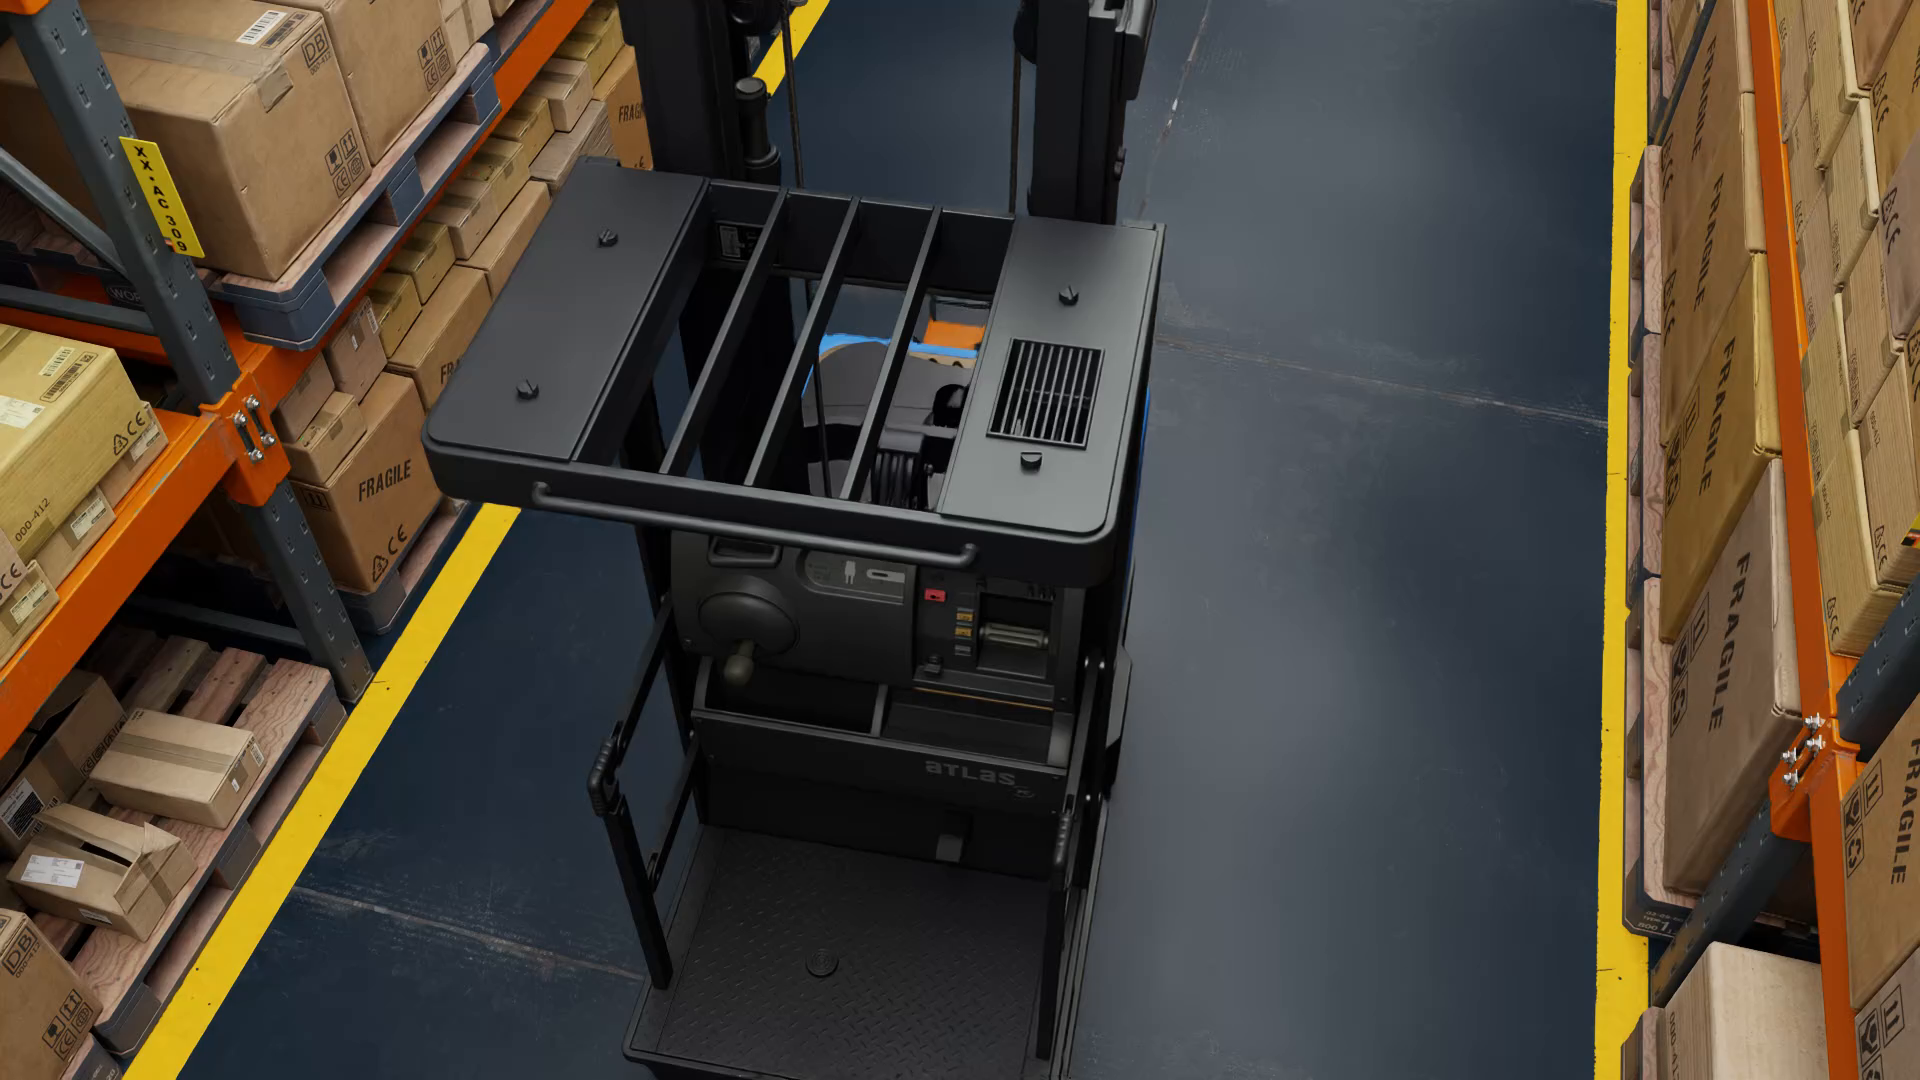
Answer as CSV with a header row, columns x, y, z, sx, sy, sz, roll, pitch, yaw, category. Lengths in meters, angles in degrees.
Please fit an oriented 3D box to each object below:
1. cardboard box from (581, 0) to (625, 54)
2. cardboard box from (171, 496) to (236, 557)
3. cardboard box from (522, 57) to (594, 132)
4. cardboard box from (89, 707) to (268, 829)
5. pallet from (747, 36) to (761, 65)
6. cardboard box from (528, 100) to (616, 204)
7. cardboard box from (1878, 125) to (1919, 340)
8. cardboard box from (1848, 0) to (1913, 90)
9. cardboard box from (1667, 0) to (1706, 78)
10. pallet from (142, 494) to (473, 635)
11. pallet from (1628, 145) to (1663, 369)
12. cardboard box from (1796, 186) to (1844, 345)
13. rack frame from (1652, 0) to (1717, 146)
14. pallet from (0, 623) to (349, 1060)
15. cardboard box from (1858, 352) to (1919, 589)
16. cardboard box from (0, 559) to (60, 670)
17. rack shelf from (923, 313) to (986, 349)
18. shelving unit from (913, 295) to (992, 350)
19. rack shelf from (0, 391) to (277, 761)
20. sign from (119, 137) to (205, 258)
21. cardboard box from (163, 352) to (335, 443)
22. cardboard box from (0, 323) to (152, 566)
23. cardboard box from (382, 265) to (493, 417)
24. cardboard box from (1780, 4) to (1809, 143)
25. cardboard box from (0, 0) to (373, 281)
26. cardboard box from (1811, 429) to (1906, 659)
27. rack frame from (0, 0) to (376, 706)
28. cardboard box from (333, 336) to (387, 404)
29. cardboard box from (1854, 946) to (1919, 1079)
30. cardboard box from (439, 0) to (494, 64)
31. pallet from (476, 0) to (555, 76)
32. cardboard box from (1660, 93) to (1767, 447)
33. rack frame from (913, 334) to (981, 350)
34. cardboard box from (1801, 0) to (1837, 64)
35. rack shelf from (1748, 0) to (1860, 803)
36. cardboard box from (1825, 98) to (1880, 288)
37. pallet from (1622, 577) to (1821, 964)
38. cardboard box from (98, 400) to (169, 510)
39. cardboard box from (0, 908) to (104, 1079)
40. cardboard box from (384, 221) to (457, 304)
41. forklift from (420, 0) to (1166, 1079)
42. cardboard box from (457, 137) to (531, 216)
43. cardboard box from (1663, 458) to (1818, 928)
x,y,z,sx,sy,sz,roll,pitch,yaw,category
-1.484,-2.055,6.517,0.380,0.149,0.250,13,50,11,cardboard box
-2.540,-0.335,5.432,0.500,0.500,0.500,11,50,10,cardboard box
-1.593,-1.668,6.176,0.380,0.149,0.250,9,49,8,cardboard box
-2.247,0.656,4.792,0.380,0.149,0.250,10,49,9,cardboard box
-1.564,-2.048,7.416,1.003,0.211,1.213,12,50,10,pallet
-1.631,-1.348,6.326,0.500,0.500,0.500,10,49,9,cardboard box
2.410,-0.745,3.673,0.500,0.500,0.500,12,50,11,cardboard box
2.684,-1.485,4.327,0.500,0.500,0.500,12,50,11,cardboard box
3.617,-2.202,7.165,0.950,0.372,0.625,9,49,7,cardboard box
-2.207,-0.283,5.859,1.003,0.211,1.213,12,50,10,pallet
3.178,-1.048,6.534,1.003,0.211,1.213,12,50,10,pallet
2.567,-0.687,4.455,0.500,0.250,0.500,10,49,9,cardboard box
3.458,-2.526,5.979,1.000,3.000,0.127,12,50,10,rack frame
-2.566,0.810,4.895,1.003,0.211,1.213,12,50,10,pallet
2.287,-0.115,3.618,0.500,0.250,0.500,12,50,10,cardboard box
-2.317,0.139,3.794,0.380,0.149,0.250,13,50,11,cardboard box
-0.015,-0.513,5.138,0.215,0.259,0.240,8,49,7,rack shelf
-0.015,-0.332,5.343,0.215,1.050,0.252,8,49,7,shelving unit
-2.911,1.075,3.280,1.077,0.370,4.000,12,50,10,rack shelf
-1.859,-0.794,3.873,0.100,0.325,0.005,12,50,10,sign
-2.092,-0.453,4.906,0.380,0.149,0.250,11,49,9,cardboard box
-2.283,-0.242,3.864,0.500,0.250,0.500,13,50,11,cardboard box
-1.909,-0.614,5.678,0.500,0.500,0.500,11,49,10,cardboard box
2.825,-1.419,5.102,0.500,0.250,0.500,13,50,11,cardboard box
-2.041,-1.087,4.362,0.700,0.500,0.500,13,50,11,cardboard box
2.280,0.043,3.812,0.500,0.250,0.500,10,49,9,cardboard box
-2.384,-0.610,4.287,1.000,3.000,0.127,12,50,10,rack frame
-2.035,-0.559,5.197,0.380,0.149,0.250,10,49,9,cardboard box
1.893,0.985,2.813,0.500,0.500,0.500,12,50,10,cardboard box
-1.648,-1.633,5.000,0.396,0.266,0.258,14,50,12,cardboard box
-1.839,-2.032,5.671,1.003,0.211,1.213,12,50,10,pallet
2.958,-0.834,5.623,0.875,0.875,0.875,12,50,10,cardboard box
-0.037,-0.243,5.264,0.200,1.050,0.008,8,49,7,rack frame
2.806,-1.592,4.921,0.500,0.250,0.500,11,50,10,cardboard box
2.932,-0.841,4.972,1.077,0.370,4.000,12,50,10,rack shelf
2.542,-0.854,4.270,0.500,0.250,0.500,13,50,11,cardboard box
2.536,0.717,4.976,1.003,0.211,1.213,12,50,10,pallet
-2.224,-0.246,4.134,0.380,0.149,0.250,12,50,11,cardboard box
-2.649,1.187,4.089,0.700,0.500,0.500,10,49,9,cardboard box
-1.919,-0.947,5.540,0.380,0.149,0.250,11,49,9,cardboard box
-0.227,0.273,3.554,1.130,2.935,3.031,8,49,7,forklift
-1.750,-1.300,5.851,0.380,0.149,0.250,13,50,11,cardboard box
2.491,0.467,4.474,0.875,0.875,0.875,13,50,11,cardboard box
